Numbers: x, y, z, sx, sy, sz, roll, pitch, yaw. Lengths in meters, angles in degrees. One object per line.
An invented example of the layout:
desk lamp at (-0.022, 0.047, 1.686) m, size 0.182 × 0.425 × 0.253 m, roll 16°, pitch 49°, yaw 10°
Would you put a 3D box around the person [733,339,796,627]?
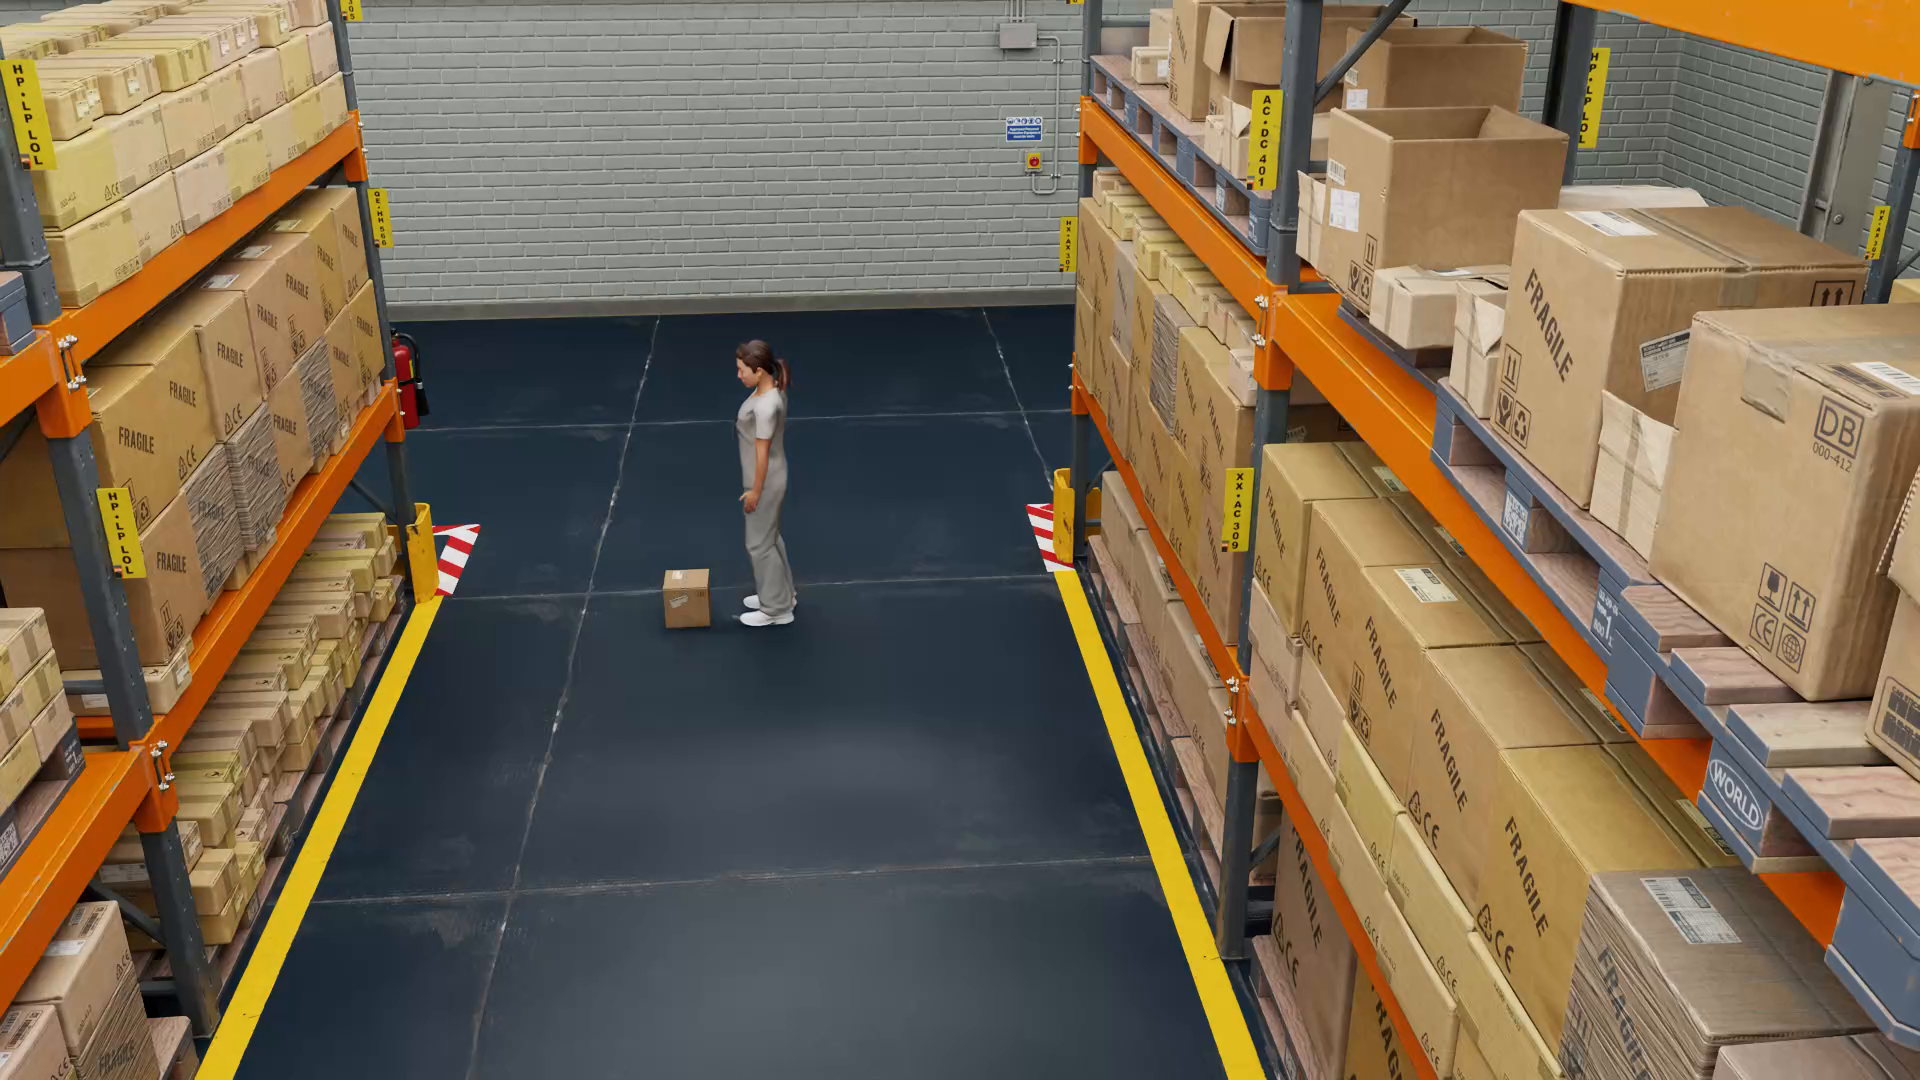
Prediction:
person at (-1.088, -0.320, 9.339) m, size 0.367 × 1.671 × 0.442 m, roll -2°, pitch 24°, yaw -4°
